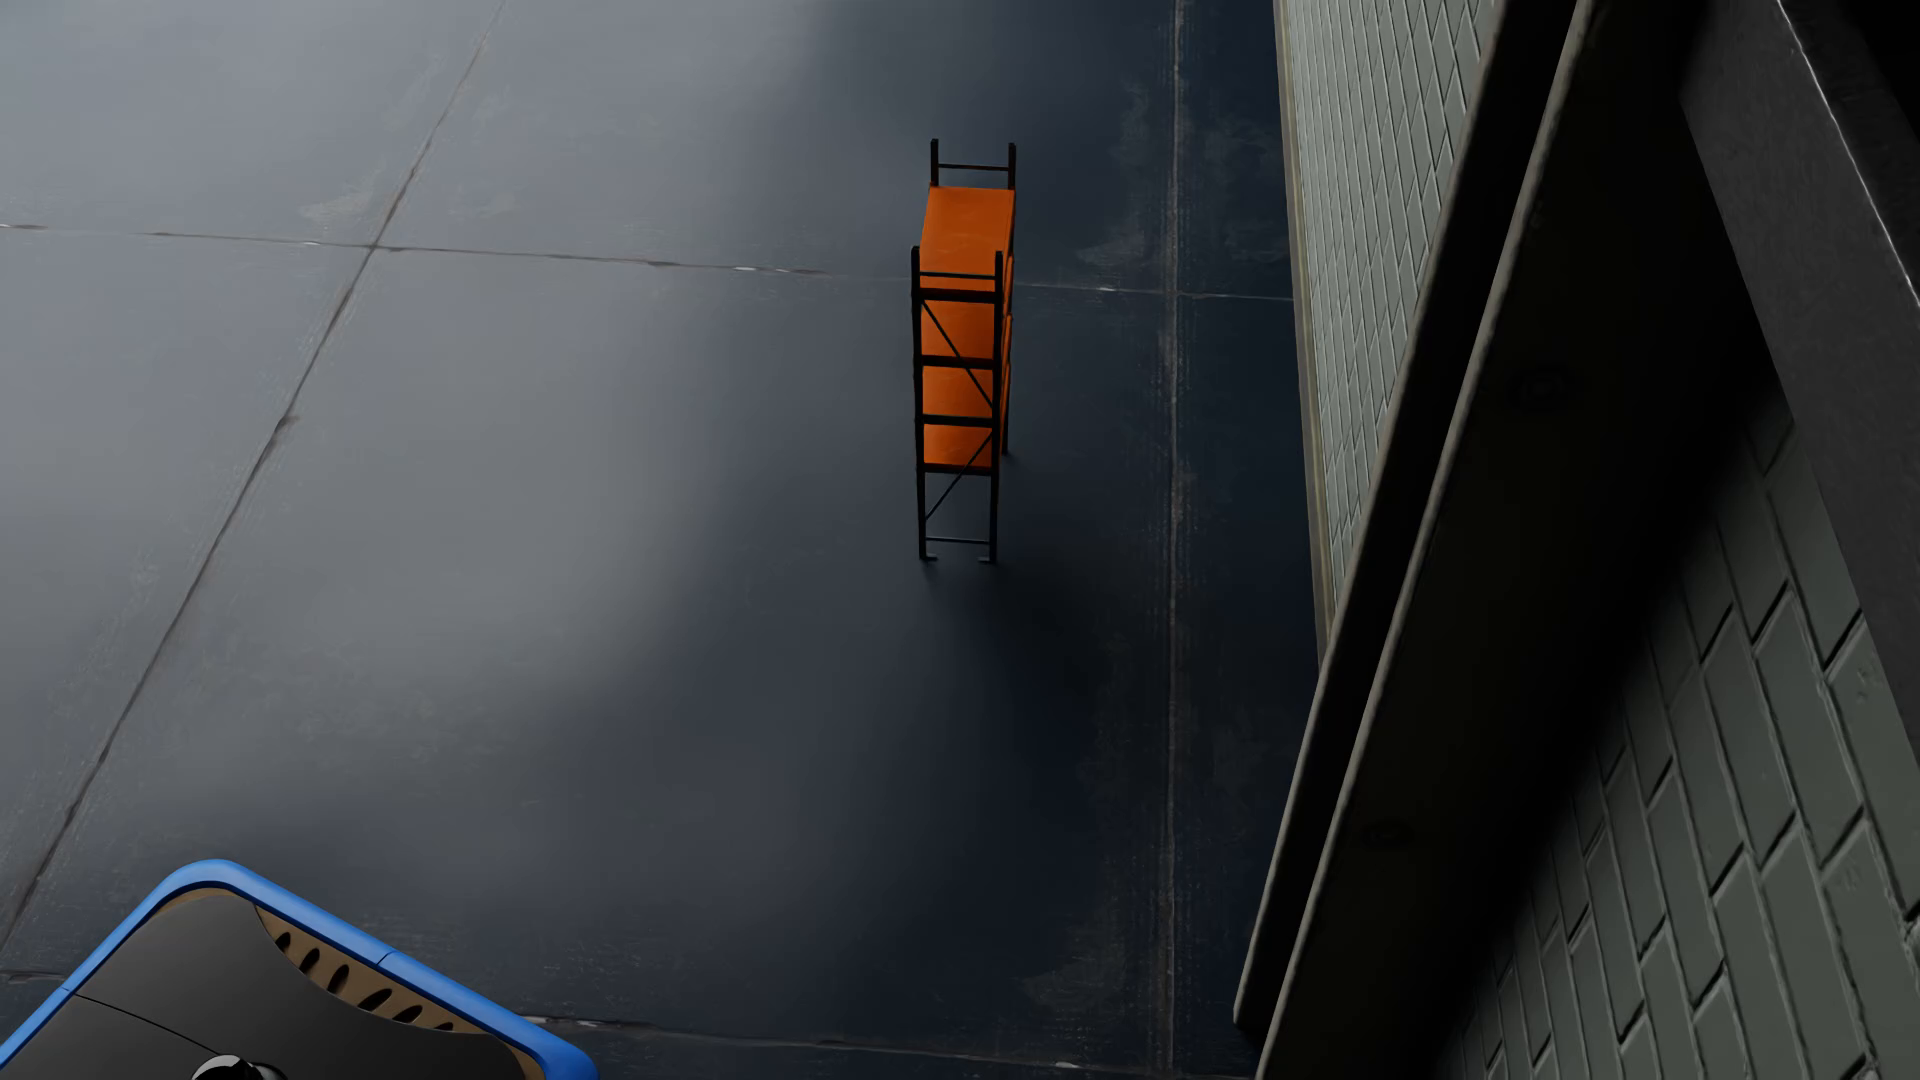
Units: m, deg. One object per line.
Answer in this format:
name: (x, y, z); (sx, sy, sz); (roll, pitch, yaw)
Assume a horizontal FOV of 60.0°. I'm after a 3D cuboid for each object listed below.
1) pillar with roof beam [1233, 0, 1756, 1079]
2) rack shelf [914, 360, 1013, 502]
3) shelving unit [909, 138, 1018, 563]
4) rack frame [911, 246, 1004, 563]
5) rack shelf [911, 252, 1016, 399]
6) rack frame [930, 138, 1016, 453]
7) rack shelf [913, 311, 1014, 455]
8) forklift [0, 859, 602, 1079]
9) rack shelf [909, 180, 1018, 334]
pillar with roof beam: (-3.463, -2.003, 0.984); (9.100, 9.000, 0.400); (4, 48, 4)
rack shelf: (0.015, -0.347, 5.115); (0.258, 0.148, 0.480); (4, 48, 4)
shelving unit: (0.015, -0.527, 4.919); (0.258, 1.200, 0.503); (4, 48, 4)
rack frame: (-0.007, -0.347, 4.755); (0.240, 1.200, 0.015); (4, 48, 4)
rack shelf: (0.015, -0.632, 4.803); (0.258, 0.148, 0.480); (4, 48, 4)
rack frame: (0.037, -0.706, 5.083); (0.240, 1.200, 0.015); (4, 48, 4)
rack shelf: (0.015, -0.481, 4.968); (0.258, 0.148, 0.480); (4, 48, 4)
forklift: (-1.755, 1.466, 1.923); (1.130, 2.935, 3.031); (21, 51, 18)
rack shelf: (0.015, -0.792, 4.629); (0.258, 0.148, 0.480); (4, 48, 4)
